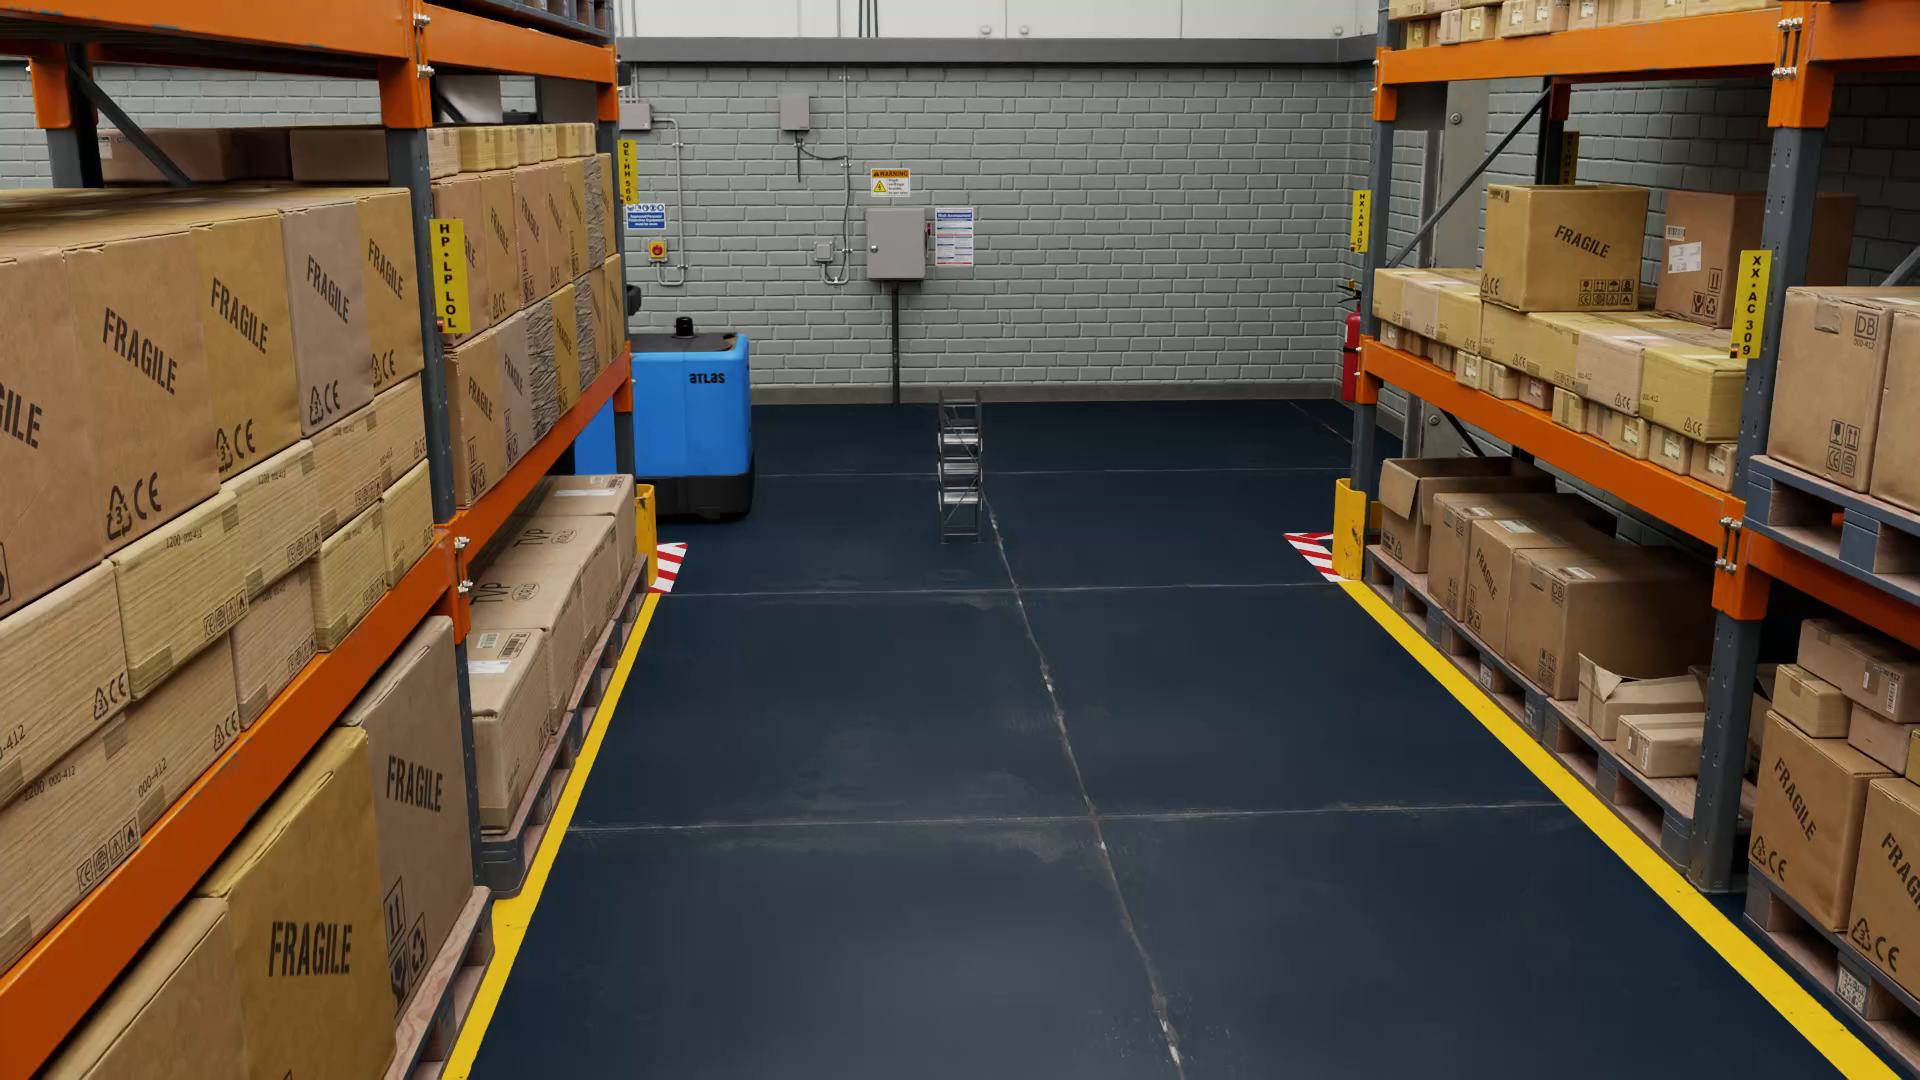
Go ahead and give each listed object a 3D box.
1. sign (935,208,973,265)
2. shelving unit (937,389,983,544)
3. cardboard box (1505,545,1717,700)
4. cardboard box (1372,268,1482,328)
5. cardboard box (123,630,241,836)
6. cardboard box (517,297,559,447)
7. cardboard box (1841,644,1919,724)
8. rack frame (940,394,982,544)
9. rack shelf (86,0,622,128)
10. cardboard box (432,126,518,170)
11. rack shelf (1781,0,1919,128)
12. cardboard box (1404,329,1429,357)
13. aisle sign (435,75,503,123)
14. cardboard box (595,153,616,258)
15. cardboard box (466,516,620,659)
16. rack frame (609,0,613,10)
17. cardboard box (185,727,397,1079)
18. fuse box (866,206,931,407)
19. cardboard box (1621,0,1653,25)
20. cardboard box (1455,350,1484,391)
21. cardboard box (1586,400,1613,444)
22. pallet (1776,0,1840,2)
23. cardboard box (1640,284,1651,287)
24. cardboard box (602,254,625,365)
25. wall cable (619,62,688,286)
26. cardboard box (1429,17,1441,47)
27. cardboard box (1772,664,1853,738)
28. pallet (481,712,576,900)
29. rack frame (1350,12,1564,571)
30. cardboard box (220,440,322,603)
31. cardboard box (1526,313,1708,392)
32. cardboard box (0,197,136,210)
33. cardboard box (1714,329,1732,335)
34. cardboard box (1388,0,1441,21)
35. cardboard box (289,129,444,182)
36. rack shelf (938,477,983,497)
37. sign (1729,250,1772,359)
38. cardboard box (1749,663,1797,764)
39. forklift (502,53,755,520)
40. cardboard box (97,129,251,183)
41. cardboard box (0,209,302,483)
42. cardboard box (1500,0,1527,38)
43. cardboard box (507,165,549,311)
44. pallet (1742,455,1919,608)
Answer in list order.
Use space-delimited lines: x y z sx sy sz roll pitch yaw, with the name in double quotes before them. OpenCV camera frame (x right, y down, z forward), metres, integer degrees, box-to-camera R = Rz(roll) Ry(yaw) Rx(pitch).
"sign" -0.049 -2.632 14.428 0.329 0.494 0.001 -1 14 -3
"shelving unit" -0.001 -0.438 9.922 0.258 0.900 0.210 -1 14 -3
"cardboard box" 2.714 0.334 6.884 0.700 0.500 0.500 -1 14 -6
"cardboard box" 2.451 -1.253 8.581 0.500 0.250 0.500 -1 14 -3
"cardboard box" -1.656 0.335 3.006 0.500 0.250 0.500 -1 14 -3
"cardboard box" -1.833 -0.644 6.311 0.500 0.500 0.500 -1 14 -3
"cardboard box" 2.760 0.402 4.718 0.380 0.149 0.250 -2 15 -6
"rack frame" 0.006 -0.413 9.824 0.240 0.900 0.006 -1 14 -3
"rack shelf" -2.138 -1.828 6.535 1.077 0.370 4.000 -1 14 -3
"cardboard box" -1.806 -1.411 5.982 0.380 0.149 0.250 -1 14 -5
"rack shelf" 3.064 -0.911 2.970 1.077 0.370 4.000 -1 14 -3
"cardboard box" 2.500 -1.028 8.508 0.380 0.149 0.250 -1 14 -2
"aisle sign" -2.556 -2.493 8.481 0.394 0.787 0.004 -1 14 -3
"cardboard box" -1.994 -1.637 8.164 0.500 0.500 0.500 0 14 -2
"cardboard box" -2.056 0.206 7.503 0.875 0.438 0.875 0 14 -2
"rack frame" -2.262 -4.126 8.005 1.000 3.000 0.127 -1 14 -3
"cardboard box" -1.832 0.977 3.631 0.875 0.875 0.875 0 14 -2
"fuse box" -0.529 -1.995 14.347 0.539 1.711 0.414 -1 14 -3
"cardboard box" 2.592 -1.909 5.909 0.380 0.149 0.250 -1 14 -4
"cardboard box" 2.469 -0.770 7.503 0.380 0.149 0.250 -1 14 -5
"cardboard box" 2.601 -0.452 6.267 0.380 0.149 0.250 -1 14 -2
"pallet" 2.910 -1.502 4.202 1.213 0.211 1.003 -1 14 -3
"cardboard box" 3.016 -1.131 8.108 0.500 0.250 0.500 -1 14 -3
"cardboard box" -1.968 -1.154 8.289 0.500 0.500 0.500 -1 14 -3
"wall cable" -2.635 -3.130 14.071 0.585 1.953 0.123 -1 14 -3
"cardboard box" 2.522 -2.482 8.137 0.380 0.149 0.250 -1 14 -2
"cardboard box" 2.696 0.483 5.003 0.380 0.149 0.250 0 14 -1
"pallet" -1.983 0.934 5.973 1.003 0.211 1.213 -1 14 -3
"rack frame" 2.692 -1.299 9.054 1.000 3.000 0.127 -1 14 -3
"cardboard box" -1.668 -0.037 3.448 0.500 0.250 0.500 -1 14 -2
"cardboard box" 2.601 -0.747 6.613 0.500 0.250 0.500 -1 14 -4
"cardboard box" -2.215 -0.519 3.816 0.500 0.500 0.500 -1 14 -4
"cardboard box" 3.141 -0.627 6.148 0.500 0.250 0.500 -1 14 -4
"cardboard box" 2.447 -2.708 8.216 0.500 0.250 0.500 -1 14 -4
"cardboard box" -1.775 -1.156 4.989 0.380 0.149 0.250 -1 14 -4
"rack shelf" -0.001 -0.318 9.953 0.258 0.077 0.200 -1 14 -3
"sign" 2.399 -0.713 5.039 0.100 0.325 0.005 -1 14 -3
"cardboard box" 3.135 0.627 6.123 0.500 0.311 0.500 0 14 -1
"forklift" -2.870 -1.621 10.443 3.031 2.935 1.130 -1 14 -5
"cardboard box" -2.351 -1.145 4.947 0.380 0.149 0.250 -1 14 -5
"cardboard box" -1.685 -0.397 3.341 0.500 0.500 0.500 0 14 -2
"cardboard box" 2.478 -2.164 6.902 0.380 0.149 0.250 -1 14 -3
"cardboard box" -1.847 -1.134 6.208 0.500 0.500 0.500 -1 14 -2
"pallet" 2.880 -0.010 4.432 1.003 0.211 1.213 -1 14 -3
